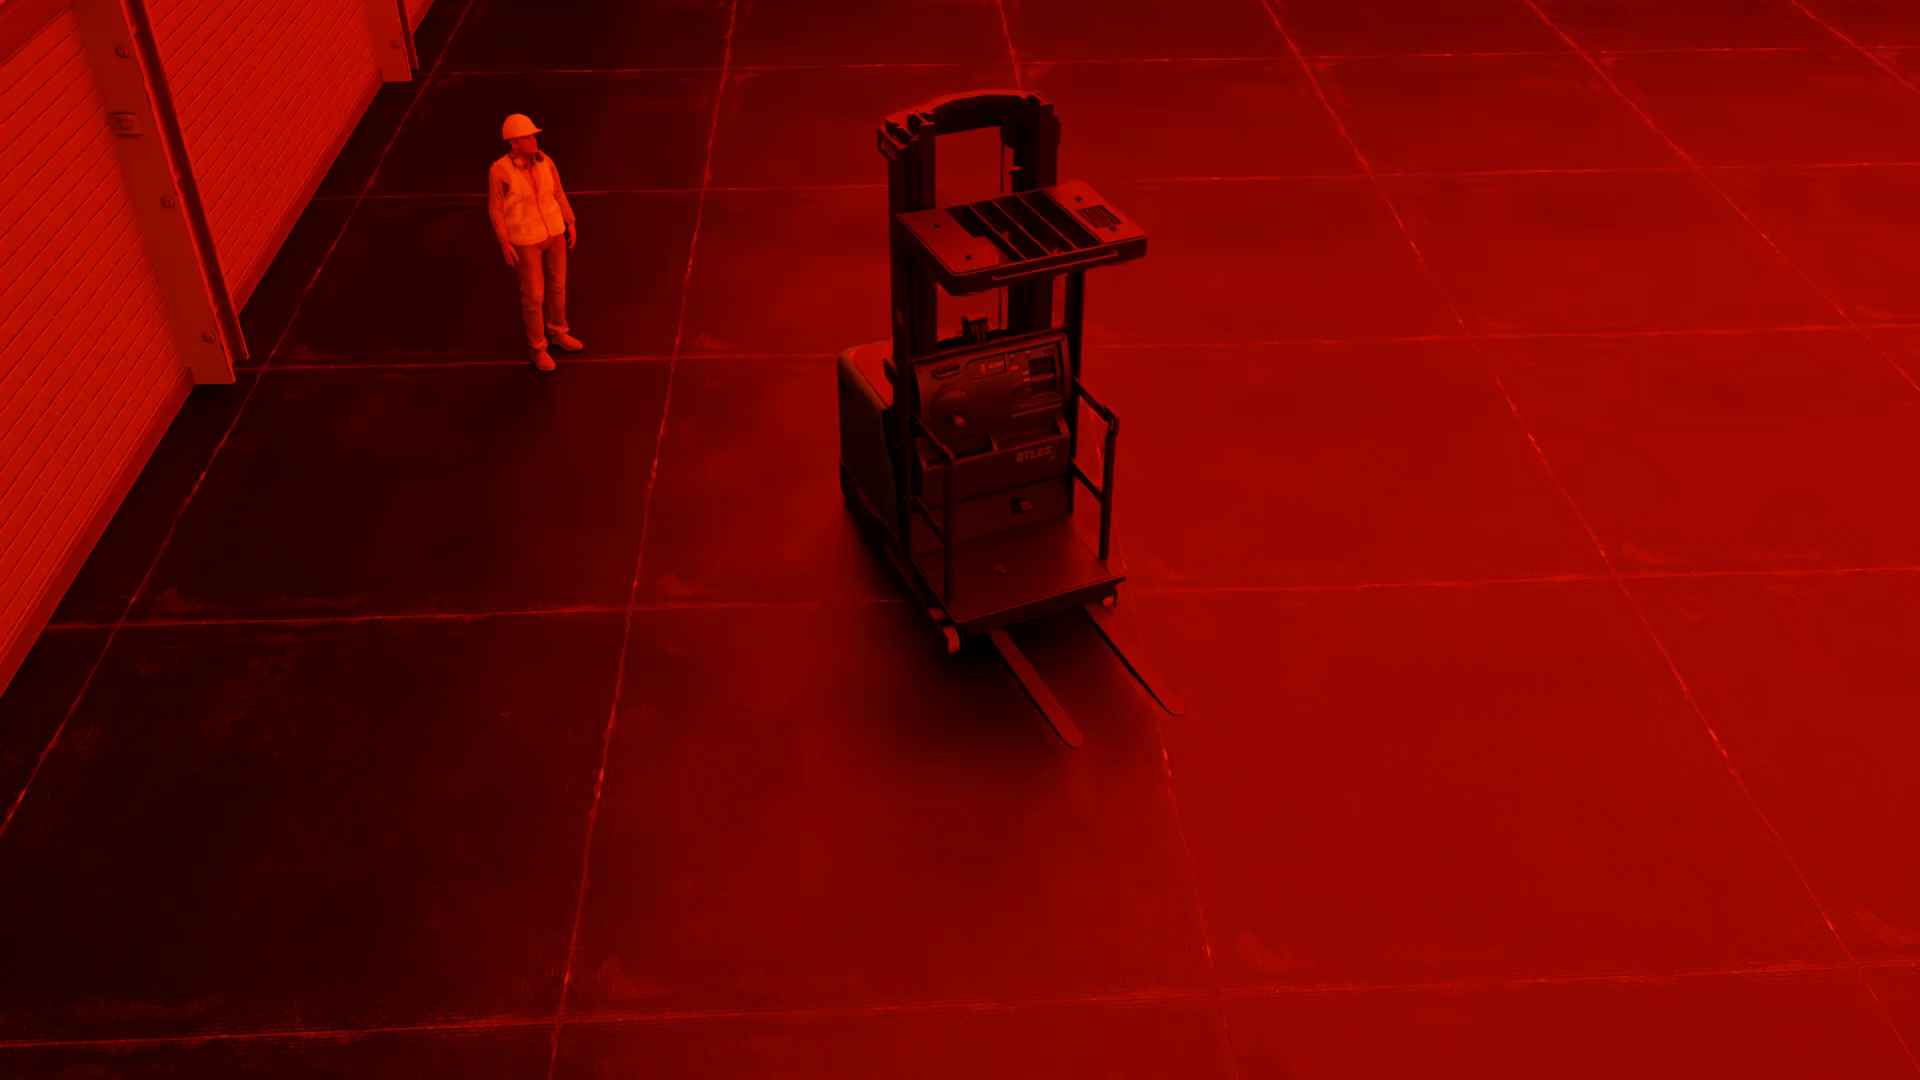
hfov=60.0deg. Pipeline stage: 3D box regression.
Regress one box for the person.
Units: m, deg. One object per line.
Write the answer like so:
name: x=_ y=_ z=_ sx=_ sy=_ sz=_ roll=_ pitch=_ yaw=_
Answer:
person: x=-3.005 y=-2.165 z=11.958 sx=0.550 sy=1.778 sz=0.632 roll=28 pitch=45 yaw=33

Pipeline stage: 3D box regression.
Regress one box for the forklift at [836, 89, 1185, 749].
forklift: x=0.279 y=-0.817 z=9.133 sx=1.130 sy=2.935 sz=3.031 roll=-15 pitch=39 yaw=-19
